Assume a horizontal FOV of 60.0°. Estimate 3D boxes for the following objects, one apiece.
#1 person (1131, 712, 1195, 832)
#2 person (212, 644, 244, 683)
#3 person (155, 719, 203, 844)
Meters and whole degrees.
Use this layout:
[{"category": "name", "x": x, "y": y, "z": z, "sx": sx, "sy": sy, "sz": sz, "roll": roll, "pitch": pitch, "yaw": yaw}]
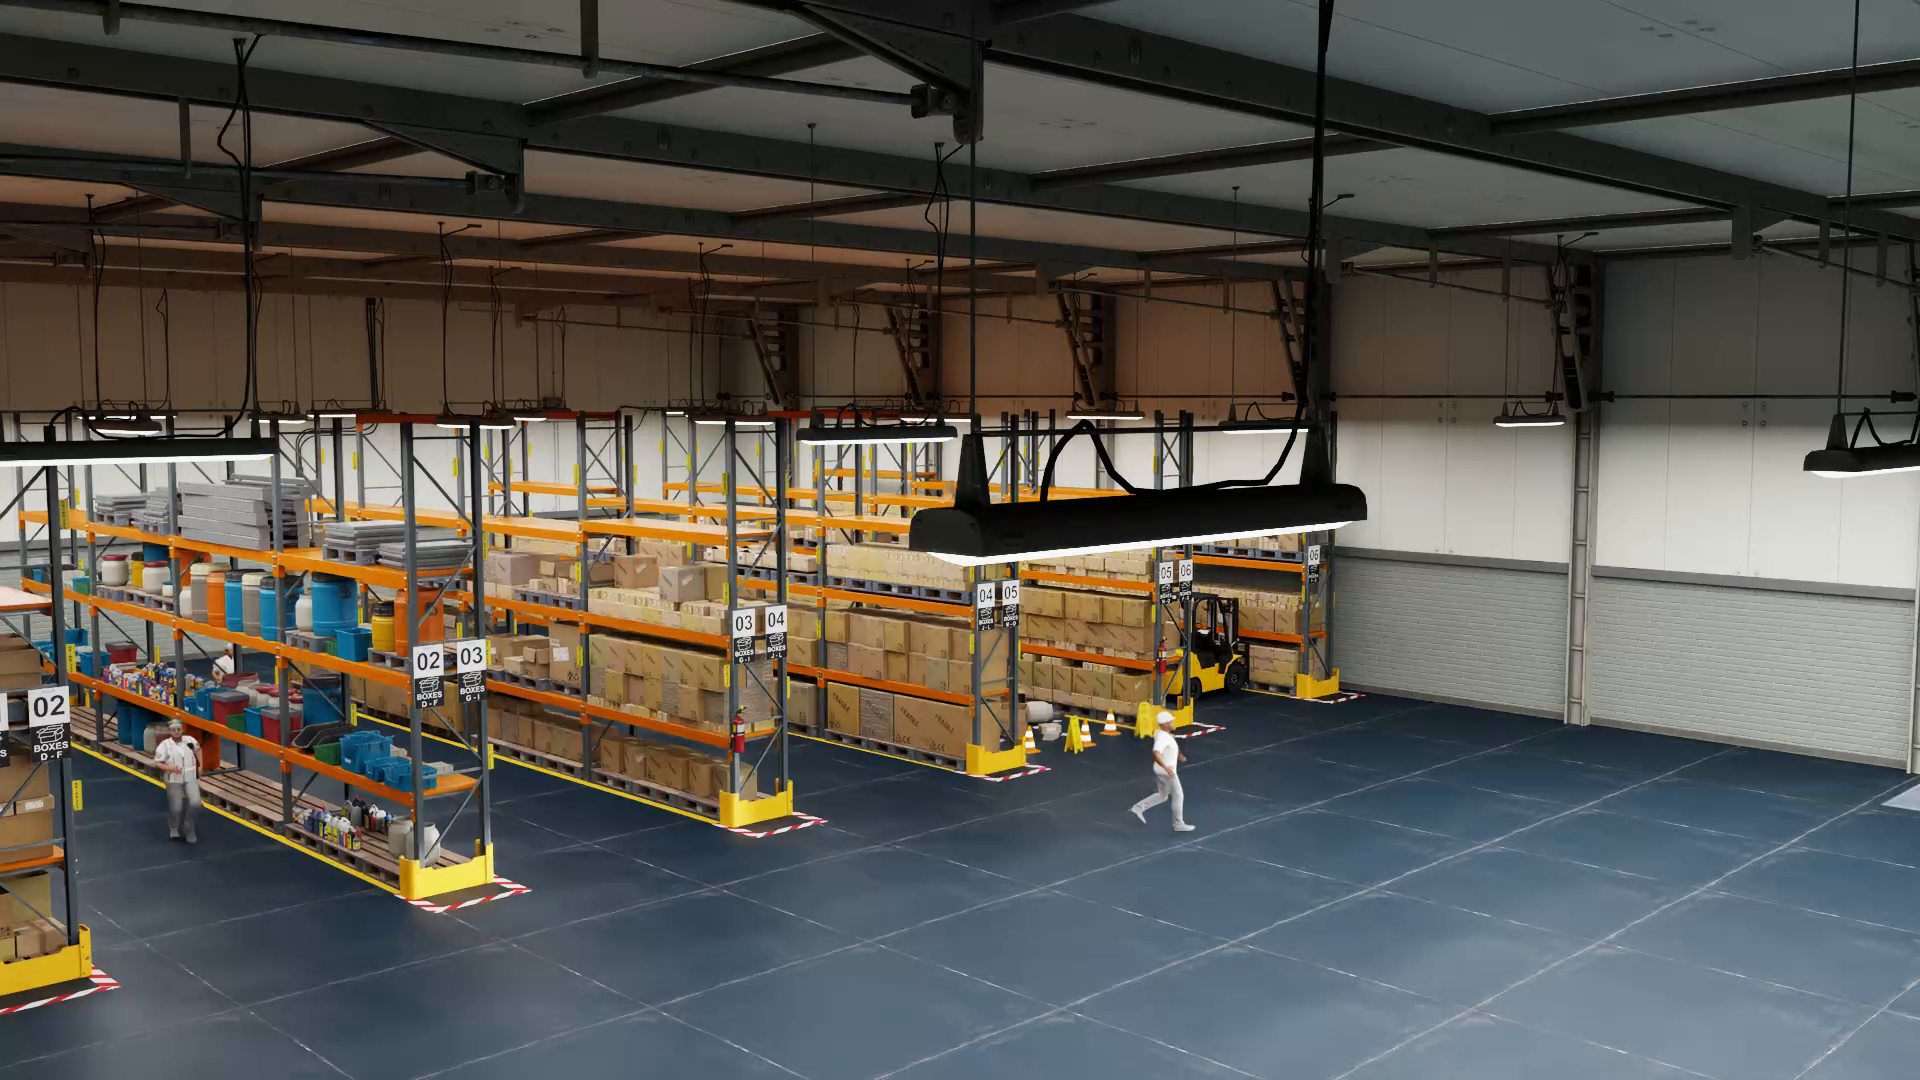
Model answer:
[{"category": "person", "x": 2.952, "y": 3.354, "z": 24.110, "sx": 0.931, "sy": 1.746, "sz": 0.731, "roll": 0, "pitch": 5, "yaw": -3}, {"category": "person", "x": -13.887, "y": 2.787, "z": 31.599, "sx": 0.538, "sy": 1.639, "sz": 0.602, "roll": 3, "pitch": 6, "yaw": 32}, {"category": "person", "x": -11.049, "y": 3.426, "z": 23.604, "sx": 0.671, "sy": 1.809, "sz": 0.737, "roll": -4, "pitch": 6, "yaw": -37}]
